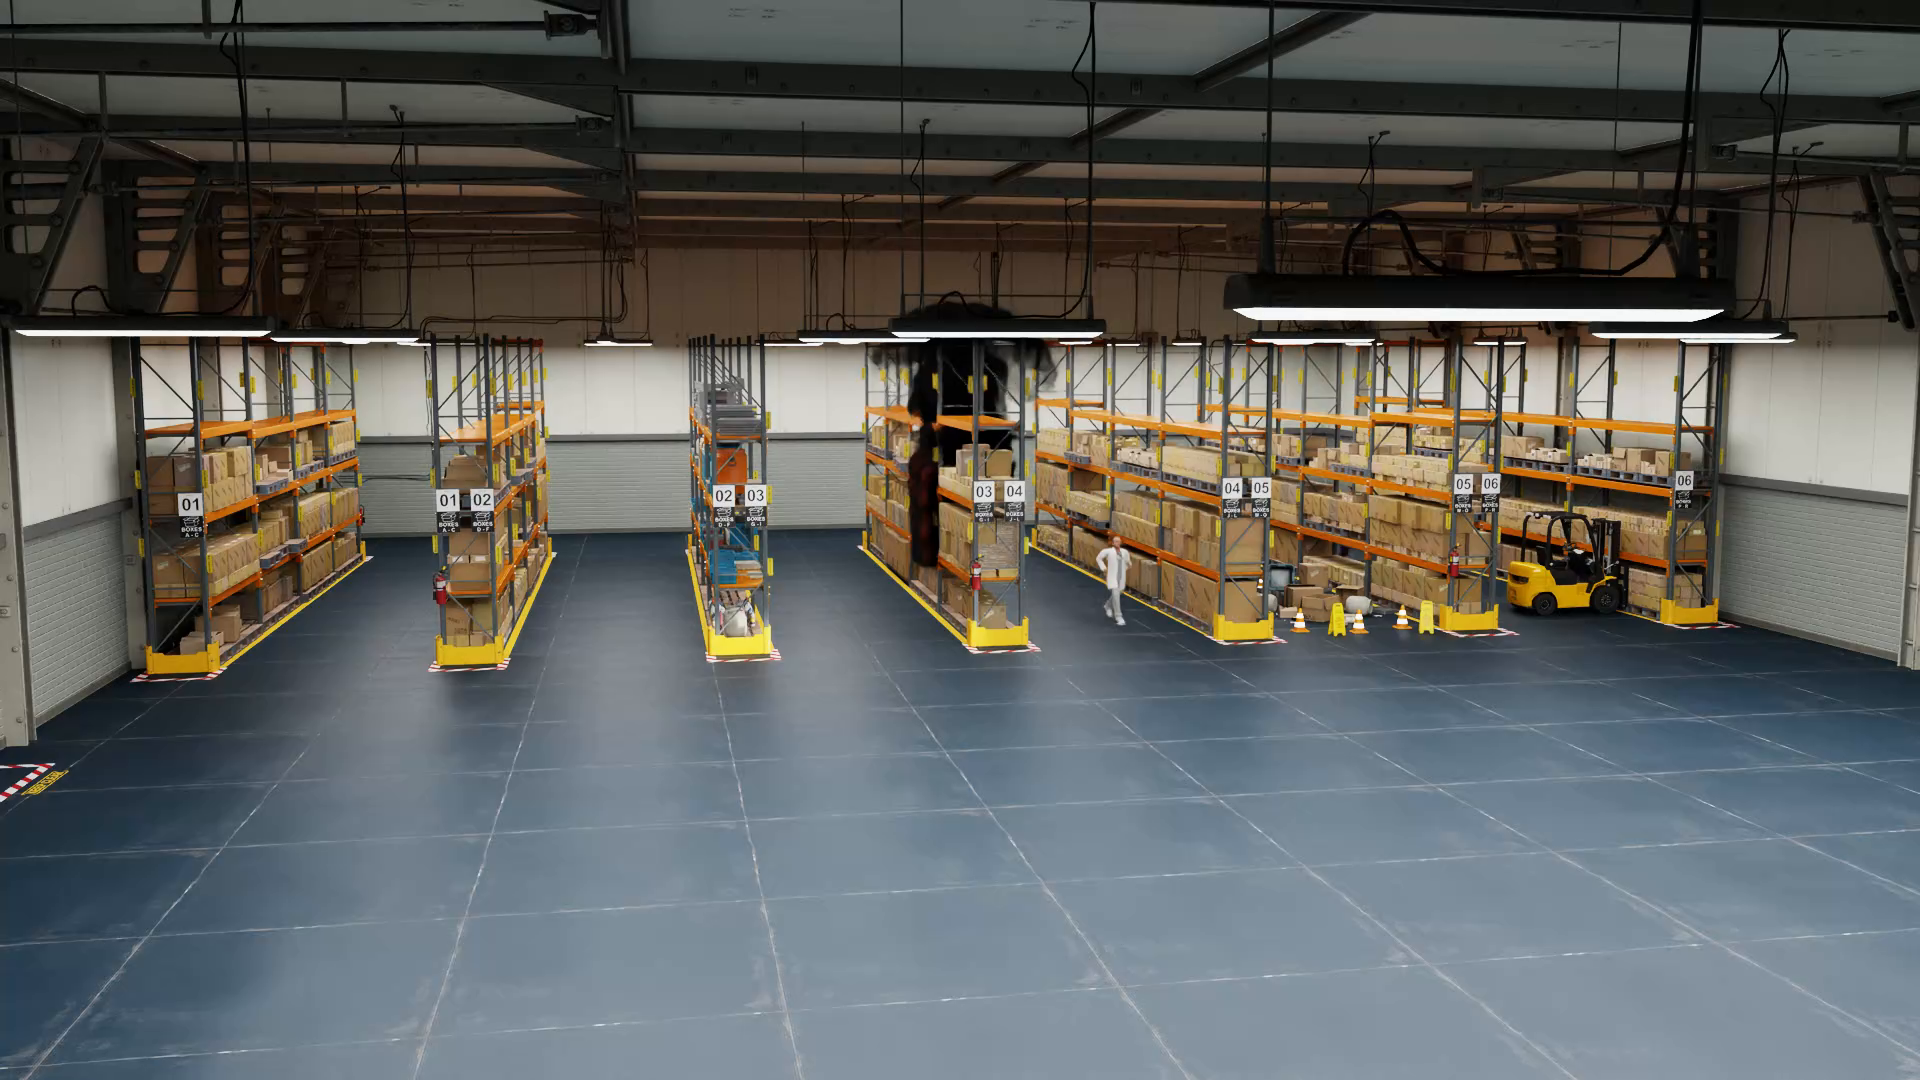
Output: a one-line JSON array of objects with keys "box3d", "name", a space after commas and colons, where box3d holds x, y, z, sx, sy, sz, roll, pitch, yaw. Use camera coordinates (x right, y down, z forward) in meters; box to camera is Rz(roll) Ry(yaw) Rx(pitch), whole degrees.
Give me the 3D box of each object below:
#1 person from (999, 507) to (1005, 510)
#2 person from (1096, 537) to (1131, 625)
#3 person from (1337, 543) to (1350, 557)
[{"box3d": [1.192, -0.704, 49.241, 0.751, 1.592, 0.625, 5, 8, 35], "name": "person"}, {"box3d": [3.273, 0.825, 34.962, 0.703, 1.805, 1.040, -3, 7, -23], "name": "person"}, {"box3d": [10.606, -0.306, 45.751, 0.615, 1.592, 0.708, -2, 7, -18], "name": "person"}]
